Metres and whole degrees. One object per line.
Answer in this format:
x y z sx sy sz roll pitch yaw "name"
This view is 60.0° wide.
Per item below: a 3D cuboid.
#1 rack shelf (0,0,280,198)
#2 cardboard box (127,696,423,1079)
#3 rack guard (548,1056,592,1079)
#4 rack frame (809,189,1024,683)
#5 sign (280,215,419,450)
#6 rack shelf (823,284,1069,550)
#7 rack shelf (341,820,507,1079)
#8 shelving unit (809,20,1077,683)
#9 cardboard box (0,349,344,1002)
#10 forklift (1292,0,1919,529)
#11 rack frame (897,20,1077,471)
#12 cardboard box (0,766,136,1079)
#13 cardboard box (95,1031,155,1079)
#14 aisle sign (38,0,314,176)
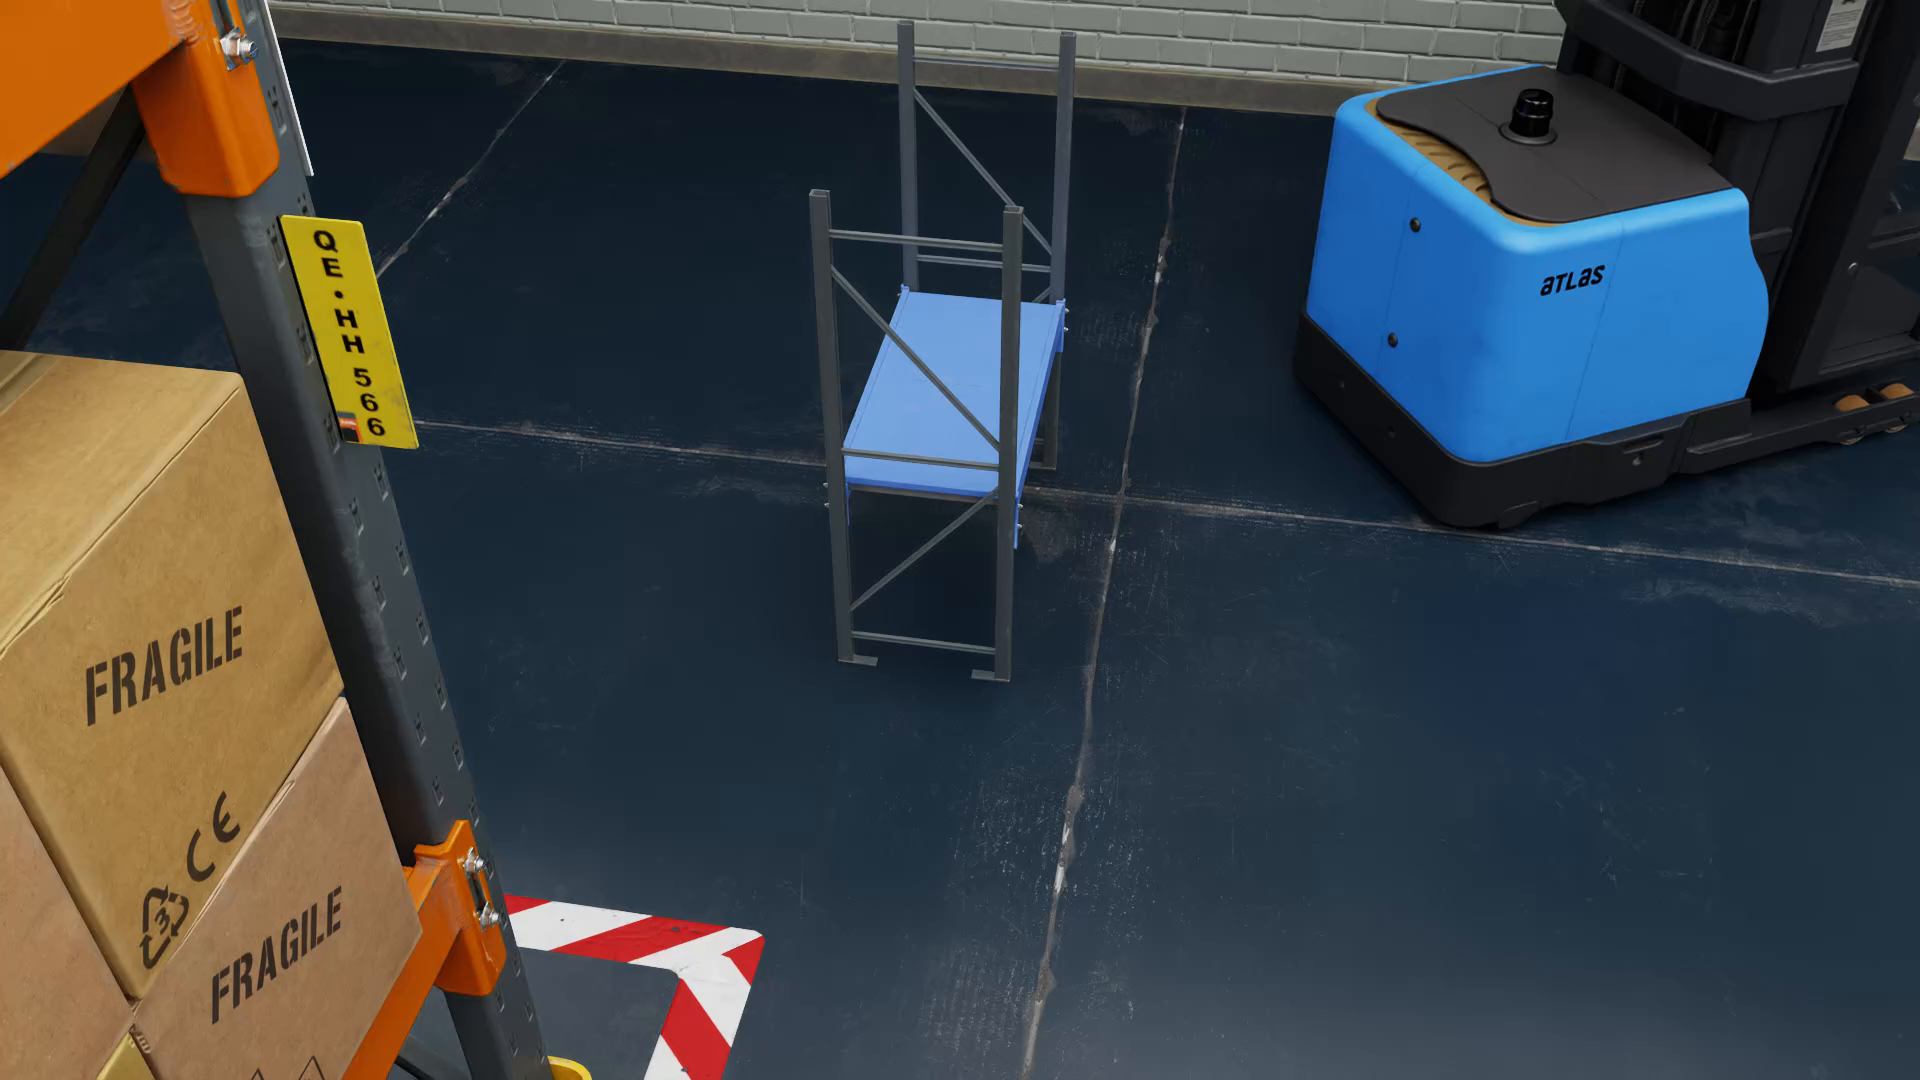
-1.634 0.623 0.353 1.077 0.370 4.000 6 40 8 "rack shelf"
-1.097 0.519 2.190 0.500 0.500 0.500 8 40 9 "cardboard box"
-1.301 1.257 3.337 1.175 0.500 0.348 6 40 8 "rack guard"
-0.103 -0.205 4.321 0.500 1.500 0.032 6 40 8 "rack frame"
-0.745 -0.248 2.039 0.100 0.325 0.005 6 40 8 "sign"
-0.015 -0.386 4.822 0.538 0.185 1.000 6 40 8 "rack shelf"
-1.634 1.779 1.309 1.077 0.370 4.000 6 40 8 "rack shelf"
-0.015 -0.524 4.707 0.538 1.500 1.048 6 40 8 "shelving unit"
-1.094 0.132 1.873 0.500 0.500 0.500 6 40 7 "cardboard box"
2.745 -1.753 5.070 3.031 2.935 1.130 -14 42 -16 "forklift"
0.073 -0.844 5.093 0.500 1.500 0.032 6 40 8 "rack frame"
-1.181 0.449 1.490 0.500 0.500 0.500 7 40 9 "cardboard box"
-1.184 0.845 1.796 0.500 0.500 0.500 7 40 8 "cardboard box"
-0.974 -0.765 1.781 0.394 0.787 0.004 6 40 8 "aisle sign"
